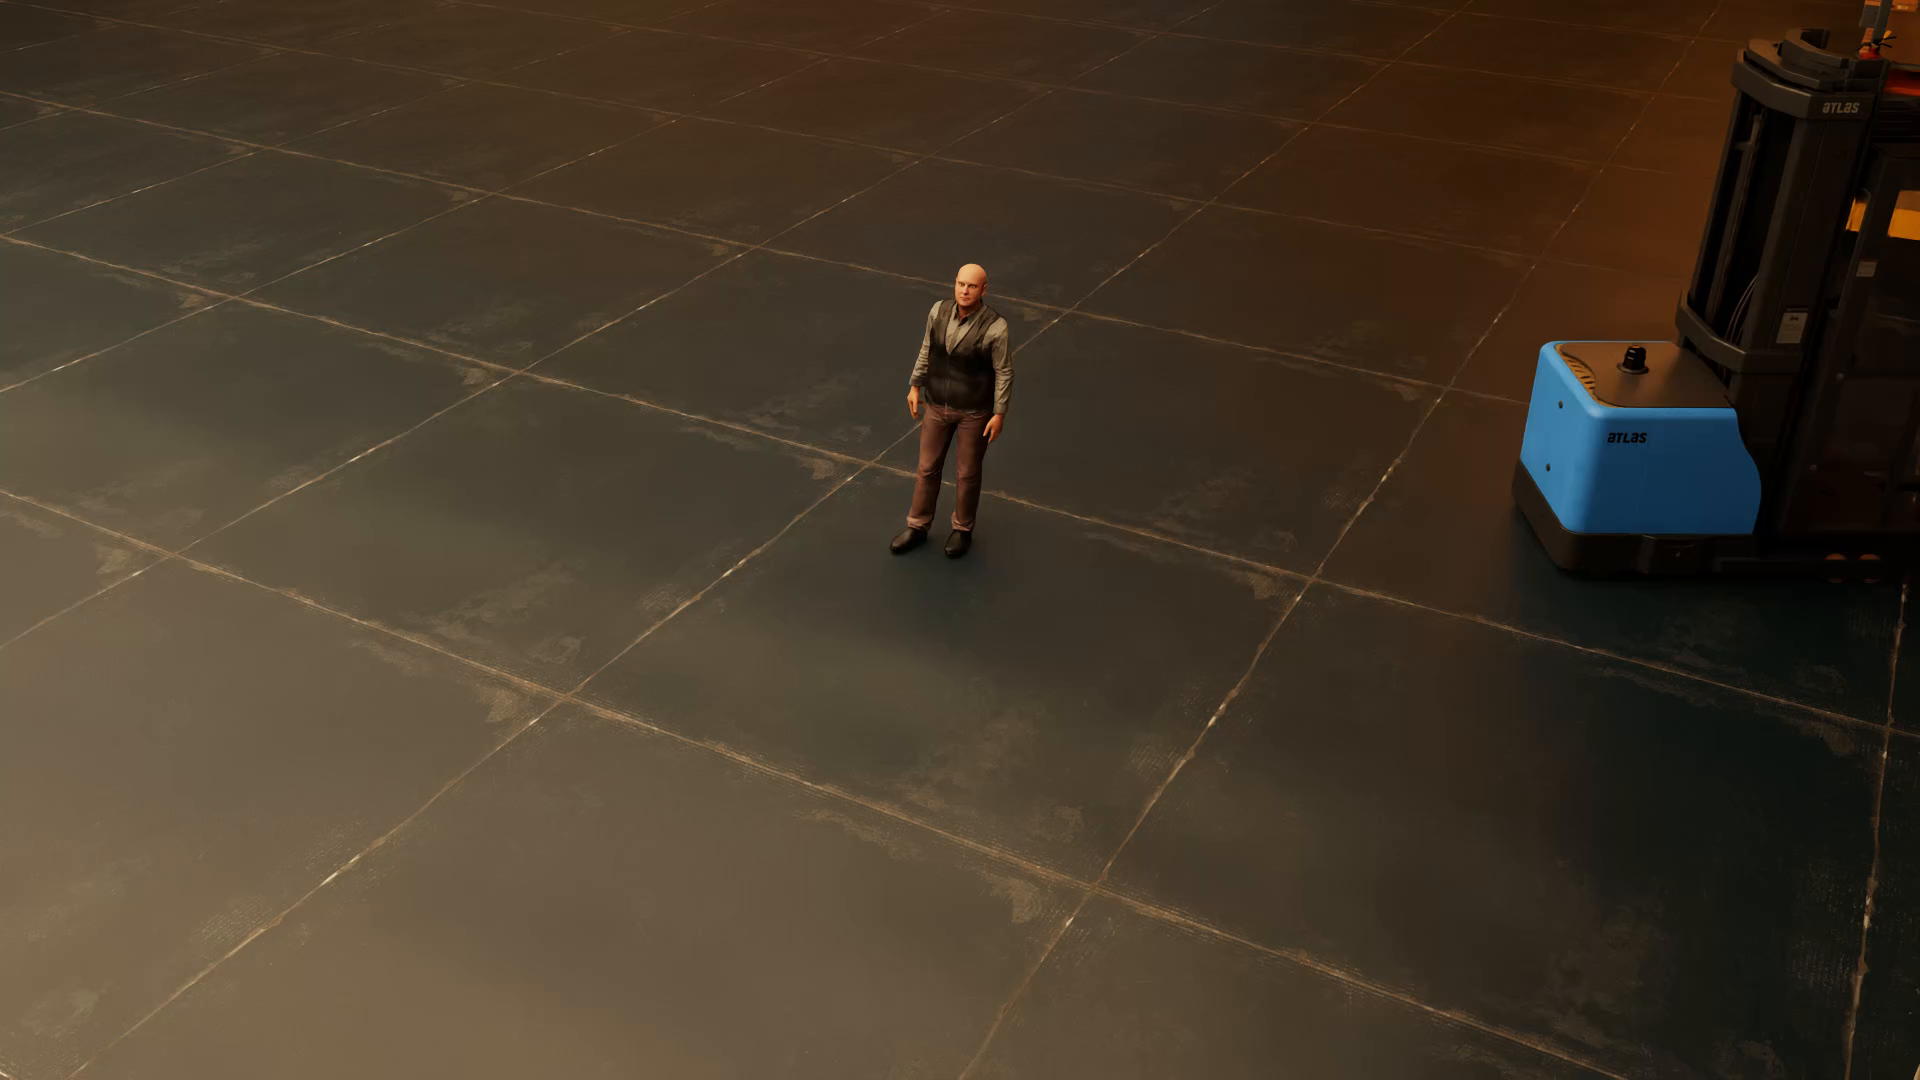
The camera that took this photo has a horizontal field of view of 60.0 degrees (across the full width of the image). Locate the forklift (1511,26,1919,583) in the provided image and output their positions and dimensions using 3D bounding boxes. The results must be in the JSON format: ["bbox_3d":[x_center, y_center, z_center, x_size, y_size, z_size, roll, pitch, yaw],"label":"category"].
[{"bbox_3d":[4.954,-1.289,9.304,3.031,2.935,1.130,0,30,0],"label":"forklift"}]

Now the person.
[{"bbox_3d":[-0.037,-0.726,9.524,0.633,1.722,0.566,15,33,25],"label":"person"}]
